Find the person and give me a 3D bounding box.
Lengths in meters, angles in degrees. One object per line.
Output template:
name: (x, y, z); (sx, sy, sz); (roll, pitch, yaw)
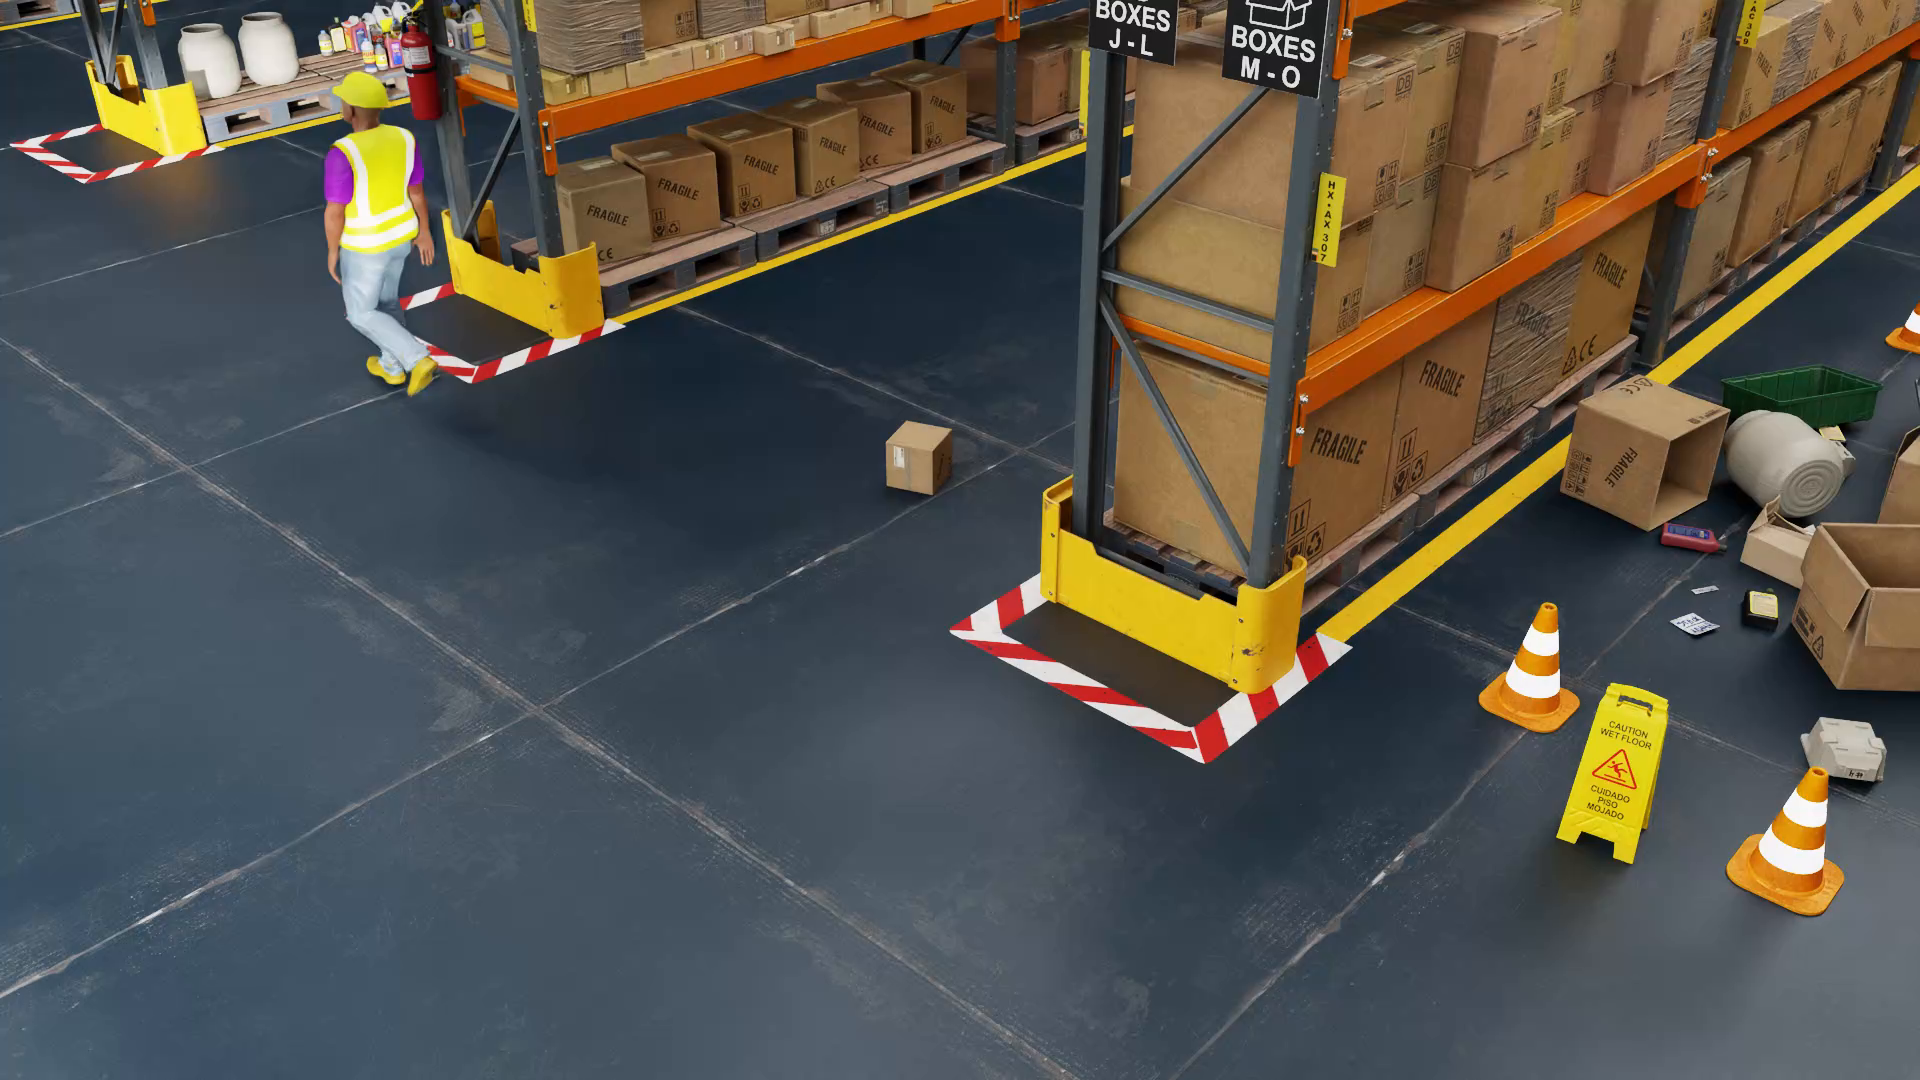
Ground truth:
person: (-3.029, -1.568, 8.690); (0.797, 1.742, 0.582); (18, 36, 27)
